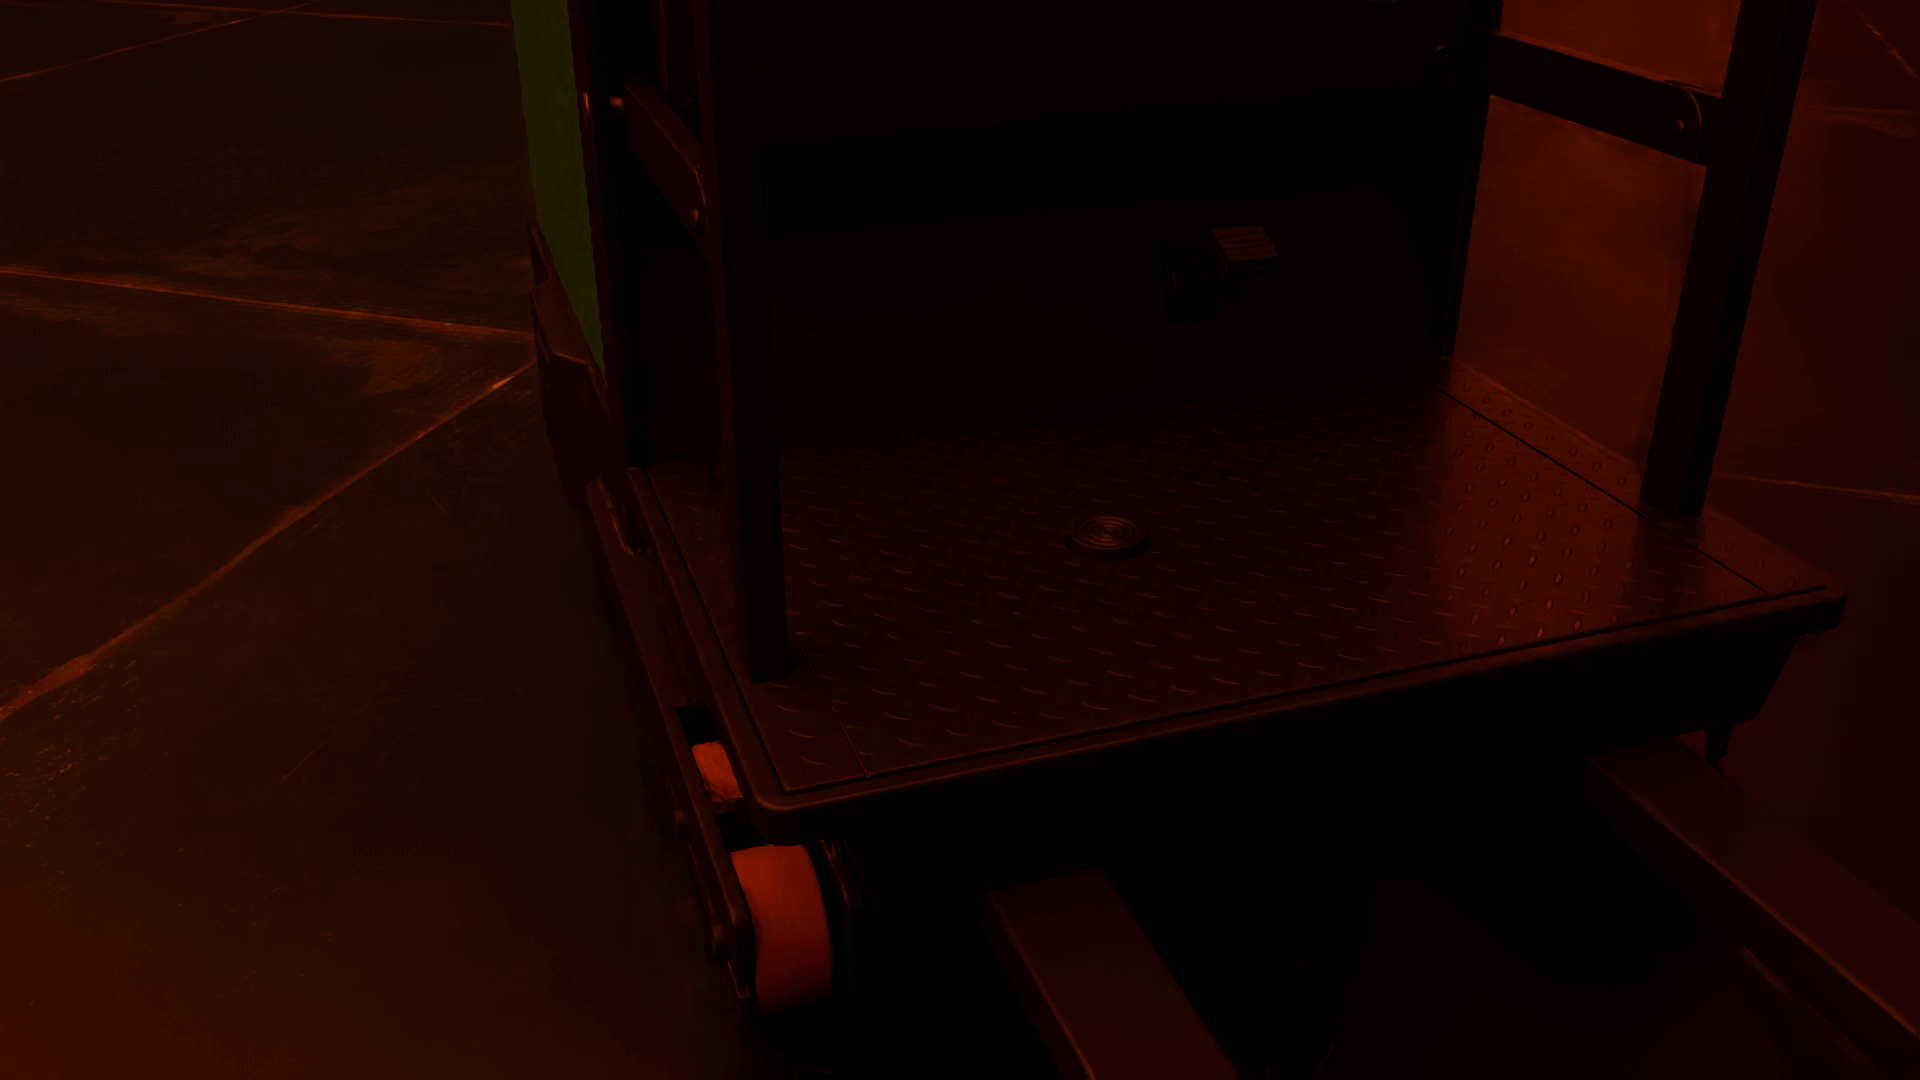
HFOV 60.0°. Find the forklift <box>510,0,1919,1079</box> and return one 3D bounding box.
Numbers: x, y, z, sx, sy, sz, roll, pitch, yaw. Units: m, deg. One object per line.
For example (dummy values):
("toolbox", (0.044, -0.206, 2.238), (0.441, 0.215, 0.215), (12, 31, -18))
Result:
("forklift", (0.203, -1.059, 1.351), (1.130, 2.935, 3.031), (-9, 28, -17))
